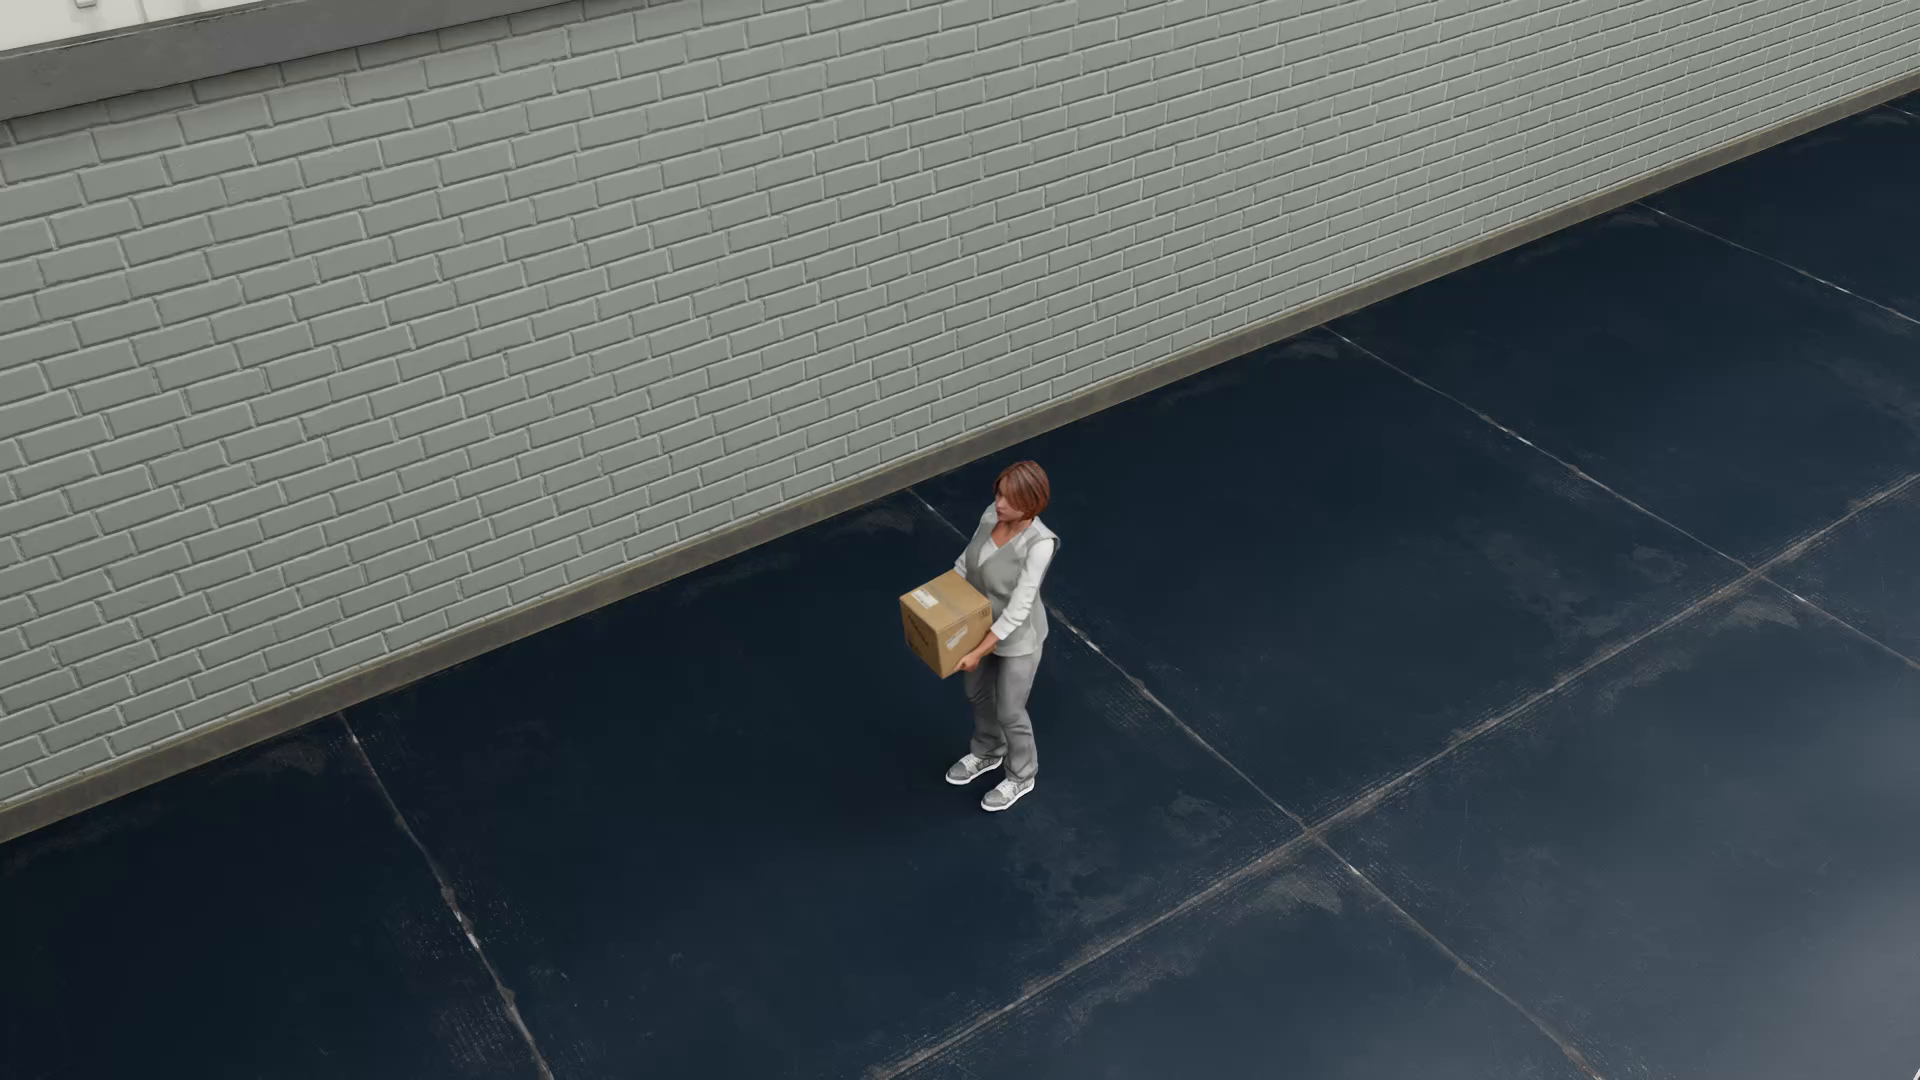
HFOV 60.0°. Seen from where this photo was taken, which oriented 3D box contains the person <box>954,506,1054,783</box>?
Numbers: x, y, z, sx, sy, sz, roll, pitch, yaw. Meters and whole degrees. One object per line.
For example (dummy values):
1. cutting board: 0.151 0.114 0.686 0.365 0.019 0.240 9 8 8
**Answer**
1. person: 0.166 0.446 6.566 0.316 1.280 0.406 -23 42 -27
